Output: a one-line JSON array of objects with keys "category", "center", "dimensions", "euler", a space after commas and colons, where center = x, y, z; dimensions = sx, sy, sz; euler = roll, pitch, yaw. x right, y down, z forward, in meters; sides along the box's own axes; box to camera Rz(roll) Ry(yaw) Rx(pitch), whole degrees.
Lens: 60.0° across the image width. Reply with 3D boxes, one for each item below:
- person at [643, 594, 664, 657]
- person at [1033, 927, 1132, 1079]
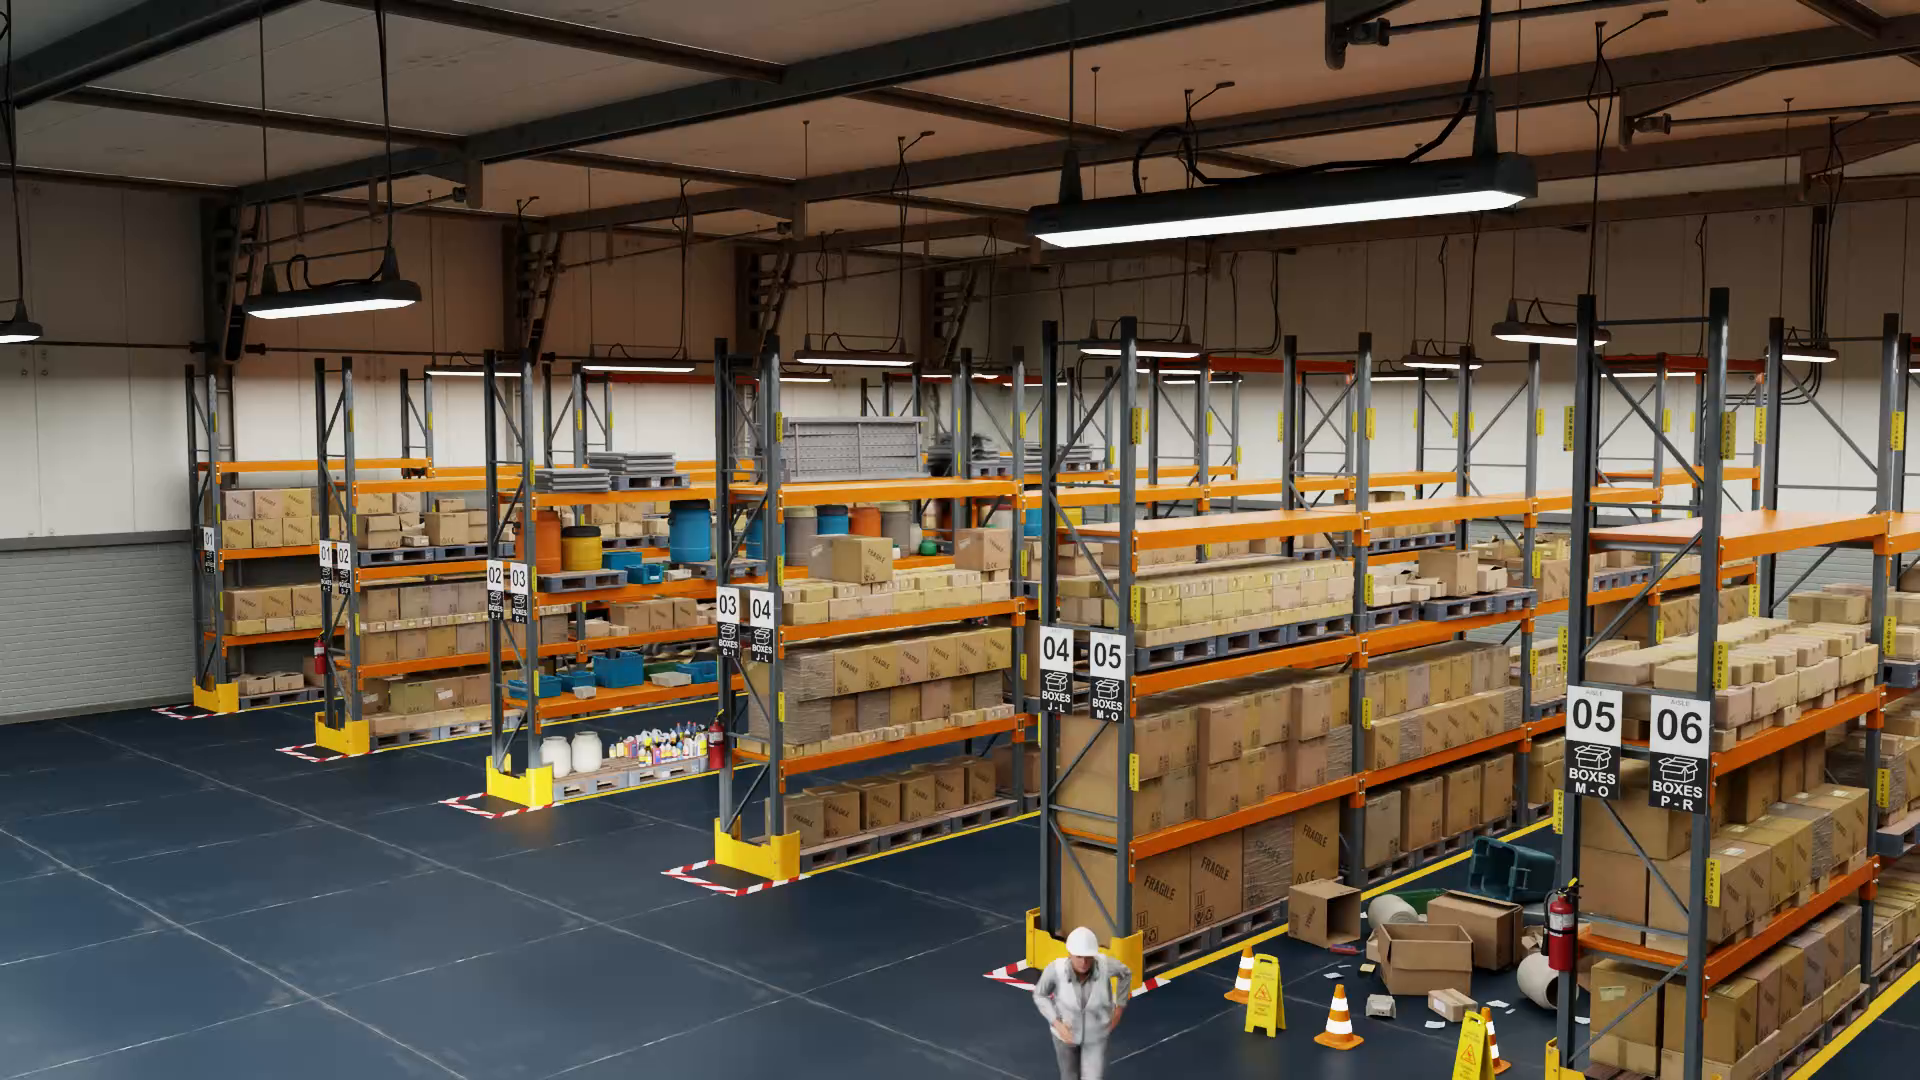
[{"category": "person", "center": [-6.029, 1.830, 32.815], "dimensions": [0.570, 1.661, 0.553], "euler": [3, 5, 33]}, {"category": "person", "center": [0.844, 3.449, 11.610], "dimensions": [0.697, 1.732, 1.045], "euler": [0, 4, -2]}]
